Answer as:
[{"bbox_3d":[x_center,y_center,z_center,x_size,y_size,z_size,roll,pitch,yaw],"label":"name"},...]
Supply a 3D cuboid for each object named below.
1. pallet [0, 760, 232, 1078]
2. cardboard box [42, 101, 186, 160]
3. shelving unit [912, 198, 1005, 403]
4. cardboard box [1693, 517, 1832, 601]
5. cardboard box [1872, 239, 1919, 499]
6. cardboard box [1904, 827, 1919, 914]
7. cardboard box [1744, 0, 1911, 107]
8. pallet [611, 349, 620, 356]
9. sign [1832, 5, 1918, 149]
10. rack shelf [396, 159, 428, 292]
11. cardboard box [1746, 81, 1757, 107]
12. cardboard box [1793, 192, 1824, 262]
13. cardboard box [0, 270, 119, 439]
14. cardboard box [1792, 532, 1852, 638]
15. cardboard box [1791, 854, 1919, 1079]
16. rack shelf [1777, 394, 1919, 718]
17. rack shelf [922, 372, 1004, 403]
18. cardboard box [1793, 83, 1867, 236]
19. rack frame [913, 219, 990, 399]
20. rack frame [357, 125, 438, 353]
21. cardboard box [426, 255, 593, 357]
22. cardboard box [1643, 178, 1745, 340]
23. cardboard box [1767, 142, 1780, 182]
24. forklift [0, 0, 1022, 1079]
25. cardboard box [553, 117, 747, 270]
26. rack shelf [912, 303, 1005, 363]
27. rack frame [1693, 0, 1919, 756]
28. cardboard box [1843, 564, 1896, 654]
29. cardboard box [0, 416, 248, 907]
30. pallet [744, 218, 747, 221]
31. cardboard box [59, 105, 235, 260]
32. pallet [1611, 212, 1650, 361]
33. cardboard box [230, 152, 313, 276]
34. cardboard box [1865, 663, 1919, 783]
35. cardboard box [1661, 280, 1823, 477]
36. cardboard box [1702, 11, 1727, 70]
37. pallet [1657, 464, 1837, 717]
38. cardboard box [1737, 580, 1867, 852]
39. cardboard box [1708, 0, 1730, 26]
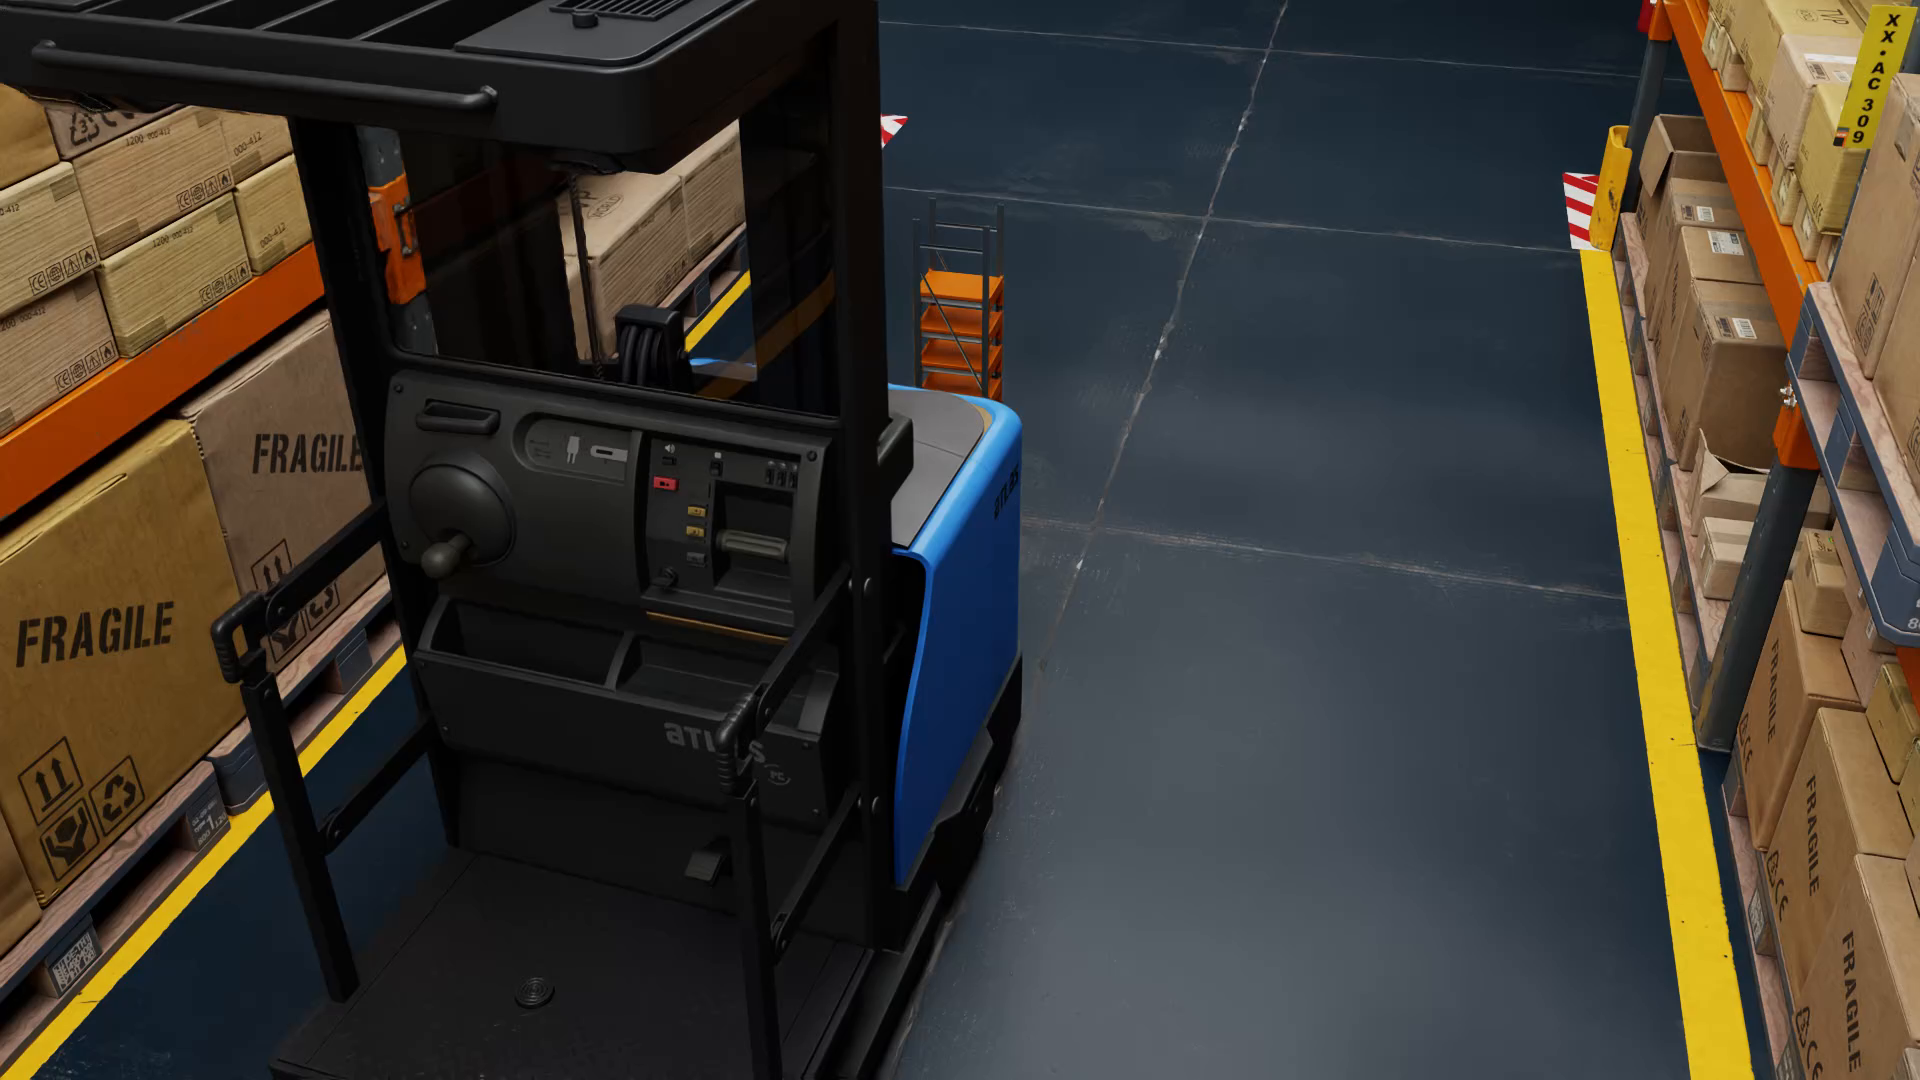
[{"bbox_3d":[-2.607,0.926,4.097,1.003,0.211,1.213,8,33,12],"label":"pallet"},{"bbox_3d":[-2.172,-1.225,3.856,0.500,0.500,0.500,9,33,13],"label":"cardboard box"},{"bbox_3d":[-0.004,-0.499,5.416,0.258,1.200,0.189,8,33,12],"label":"shelving unit"},{"bbox_3d":[2.483,0.074,5.103,0.380,0.149,0.250,7,33,11],"label":"cardboard box"},{"bbox_3d":[2.155,-0.353,3.024,0.700,0.500,0.500,8,33,13],"label":"cardboard box"},{"bbox_3d":[2.071,0.689,3.204,0.380,0.149,0.250,8,33,12],"label":"cardboard box"},{"bbox_3d":[2.771,-1.501,5.178,0.500,0.250,0.500,8,33,12],"label":"cardboard box"},{"bbox_3d":[-1.908,-0.504,6.345,1.003,0.211,1.213,8,33,12],"label":"pallet"},{"bbox_3d":[2.098,-1.058,3.811,0.100,0.325,0.005,8,33,12],"label":"sign"},{"bbox_3d":[-1.669,-2.031,6.819,1.077,0.370,4.000,8,33,12],"label":"rack shelf"},{"bbox_3d":[2.871,-1.515,5.571,0.380,0.149,0.250,8,33,12],"label":"cardboard box"},{"bbox_3d":[2.507,-0.855,4.532,0.380,0.149,0.250,9,34,14],"label":"cardboard box"},{"bbox_3d":[-2.324,-0.443,3.790,0.500,0.250,0.500,7,33,11],"label":"cardboard box"},{"bbox_3d":[2.277,0.131,4.082,0.380,0.149,0.250,10,34,15],"label":"cardboard box"},{"bbox_3d":[2.028,1.011,3.301,0.500,0.500,0.500,7,33,11],"label":"cardboard box"},{"bbox_3d":[2.118,0.719,2.494,1.077,0.370,4.000,8,33,12],"label":"rack shelf"},{"bbox_3d":[-0.004,-0.461,5.440,0.258,0.103,0.180,8,33,12],"label":"rack shelf"},{"bbox_3d":[2.519,-0.982,4.362,0.500,0.250,0.500,9,33,14],"label":"cardboard box"},{"bbox_3d":[-0.027,-0.451,5.342,0.240,1.200,0.006,8,33,12],"label":"rack frame"},{"bbox_3d":[-2.177,-1.296,4.993,1.000,3.000,0.127,8,33,12],"label":"rack frame"},{"bbox_3d":[-1.914,-0.704,6.058,0.875,0.438,0.875,8,33,12],"label":"cardboard box"},{"bbox_3d":[3.139,-1.078,6.588,0.700,0.500,0.500,9,34,14],"label":"cardboard box"},{"bbox_3d":[2.642,-1.125,4.958,0.380,0.149,0.250,9,34,14],"label":"cardboard box"},{"bbox_3d":[-0.763,-0.018,3.046,1.130,2.935,3.031,10,34,15],"label":"forklift"},{"bbox_3d":[-1.457,-1.636,7.524,0.875,0.438,0.875,9,34,14],"label":"cardboard box"},{"bbox_3d":[-0.004,-0.664,5.311,0.258,0.103,0.180,8,33,12],"label":"rack shelf"},{"bbox_3d":[2.625,-0.623,3.933,1.000,3.000,0.127,8,33,12],"label":"rack frame"},{"bbox_3d":[2.257,0.147,3.779,0.380,0.149,0.250,6,33,10],"label":"cardboard box"},{"bbox_3d":[-2.479,0.225,4.189,0.875,0.875,0.875,9,34,14],"label":"cardboard box"},{"bbox_3d":[-1.289,-1.770,8.337,1.003,0.211,1.213,8,33,12],"label":"pallet"},{"bbox_3d":[-2.173,-0.922,4.078,0.500,0.250,0.500,9,33,14],"label":"cardboard box"},{"bbox_3d":[3.420,-1.068,7.234,1.003,0.211,1.213,8,33,12],"label":"pallet"},{"bbox_3d":[-2.047,-0.966,4.614,0.500,0.250,0.500,7,33,11],"label":"cardboard box"},{"bbox_3d":[2.227,0.420,3.627,0.380,0.149,0.250,6,33,10],"label":"cardboard box"},{"bbox_3d":[2.875,-0.539,5.741,0.700,0.500,0.500,7,33,11],"label":"cardboard box"},{"bbox_3d":[2.917,-1.797,6.015,0.380,0.149,0.250,7,33,11],"label":"cardboard box"},{"bbox_3d":[2.800,0.198,5.242,1.003,0.211,1.213,8,33,12],"label":"pallet"},{"bbox_3d":[2.285,0.475,4.145,0.500,0.500,0.500,9,34,14],"label":"cardboard box"},{"bbox_3d":[3.011,-2.037,6.020,0.500,0.250,0.500,7,33,11],"label":"cardboard box"}]
